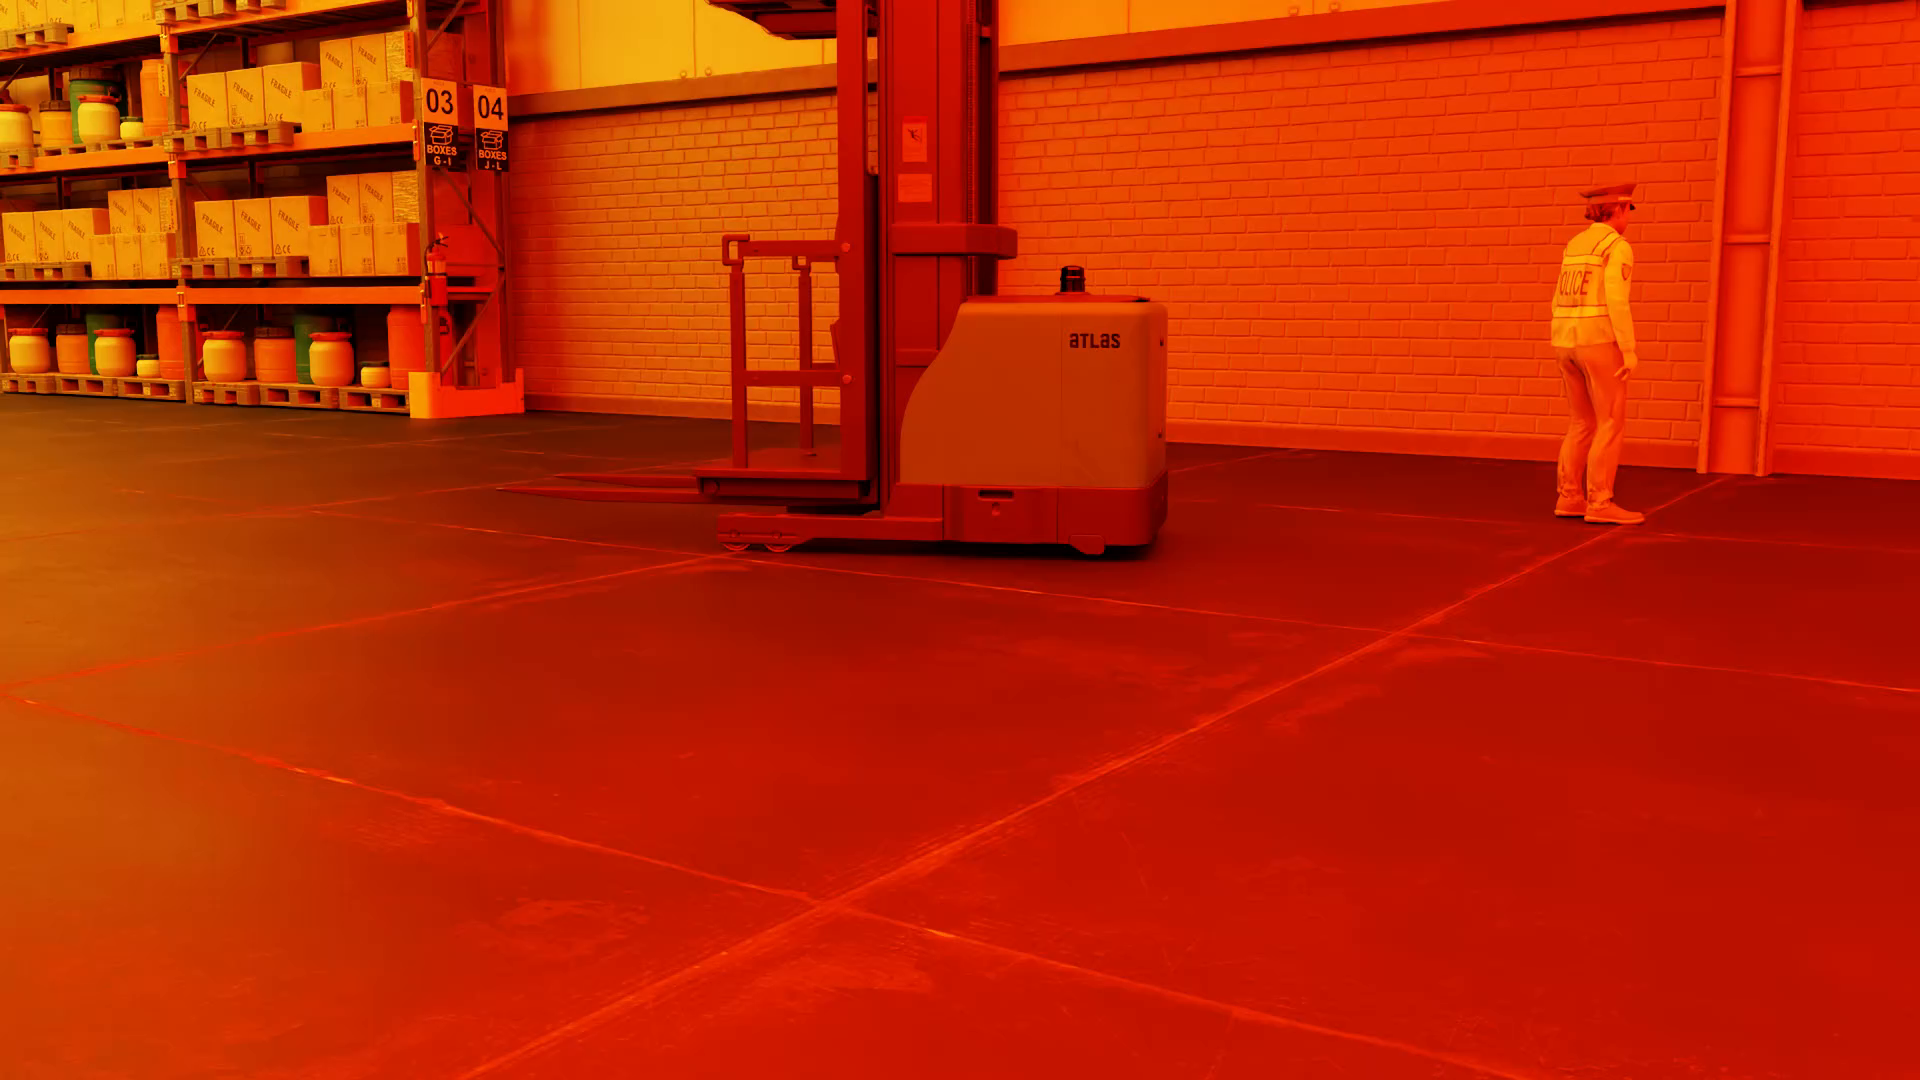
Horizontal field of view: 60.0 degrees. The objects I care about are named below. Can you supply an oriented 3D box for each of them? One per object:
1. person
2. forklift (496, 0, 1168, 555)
[{"bbox_3d":[3.144,-0.928,8.232,0.374,1.662,0.540,-2,8,-15],"label":"person"},{"bbox_3d":[-0.596,-1.469,7.520,3.031,2.935,1.130,2,8,12],"label":"forklift"}]
